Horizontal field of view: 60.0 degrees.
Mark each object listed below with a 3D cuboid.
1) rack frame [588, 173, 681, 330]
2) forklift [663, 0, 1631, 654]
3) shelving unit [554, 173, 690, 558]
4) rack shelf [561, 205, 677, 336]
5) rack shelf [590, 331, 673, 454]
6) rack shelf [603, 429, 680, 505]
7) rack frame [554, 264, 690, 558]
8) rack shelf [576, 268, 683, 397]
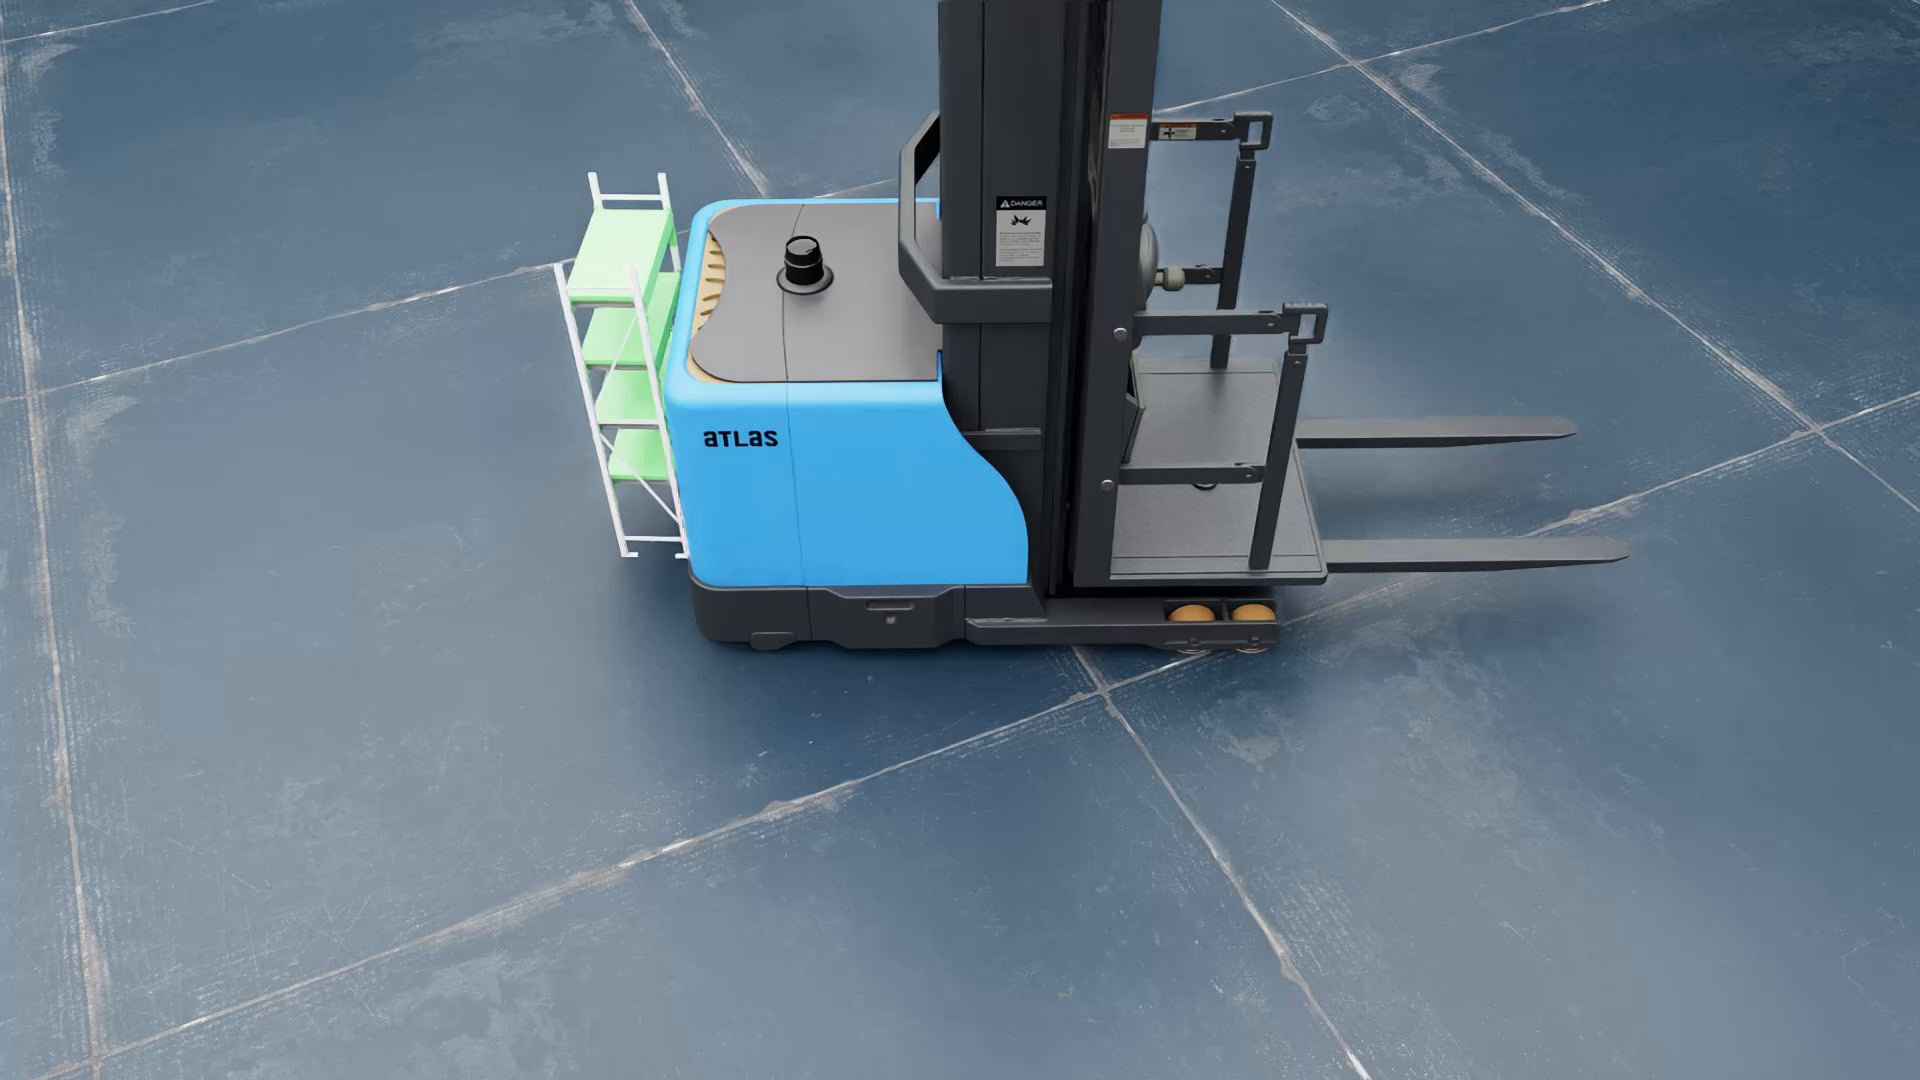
[{"bbox_3d":[-1.027,-0.715,5.615,0.240,1.200,0.015,1,45,3],"label":"rack frame"},{"bbox_3d":[0.653,-1.051,4.728,3.031,2.935,1.130,-1,45,-1],"label":"forklift"},{"bbox_3d":[-1.039,-0.544,5.442,0.258,1.200,0.503,1,45,3],"label":"shelving unit"},{"bbox_3d":[-1.049,-0.840,5.150,0.258,0.148,0.480,1,45,3],"label":"rack shelf"},{"bbox_3d":[-1.038,-0.498,5.487,0.258,0.148,0.480,1,45,3],"label":"rack shelf"},{"bbox_3d":[-1.032,-0.327,5.655,0.258,0.148,0.480,1,45,3],"label":"rack shelf"},{"bbox_3d":[-1.051,-0.372,5.269,0.240,1.200,0.015,1,45,3],"label":"rack frame"},{"bbox_3d":[-1.043,-0.669,5.318,0.258,0.148,0.480,1,45,3],"label":"rack shelf"}]
